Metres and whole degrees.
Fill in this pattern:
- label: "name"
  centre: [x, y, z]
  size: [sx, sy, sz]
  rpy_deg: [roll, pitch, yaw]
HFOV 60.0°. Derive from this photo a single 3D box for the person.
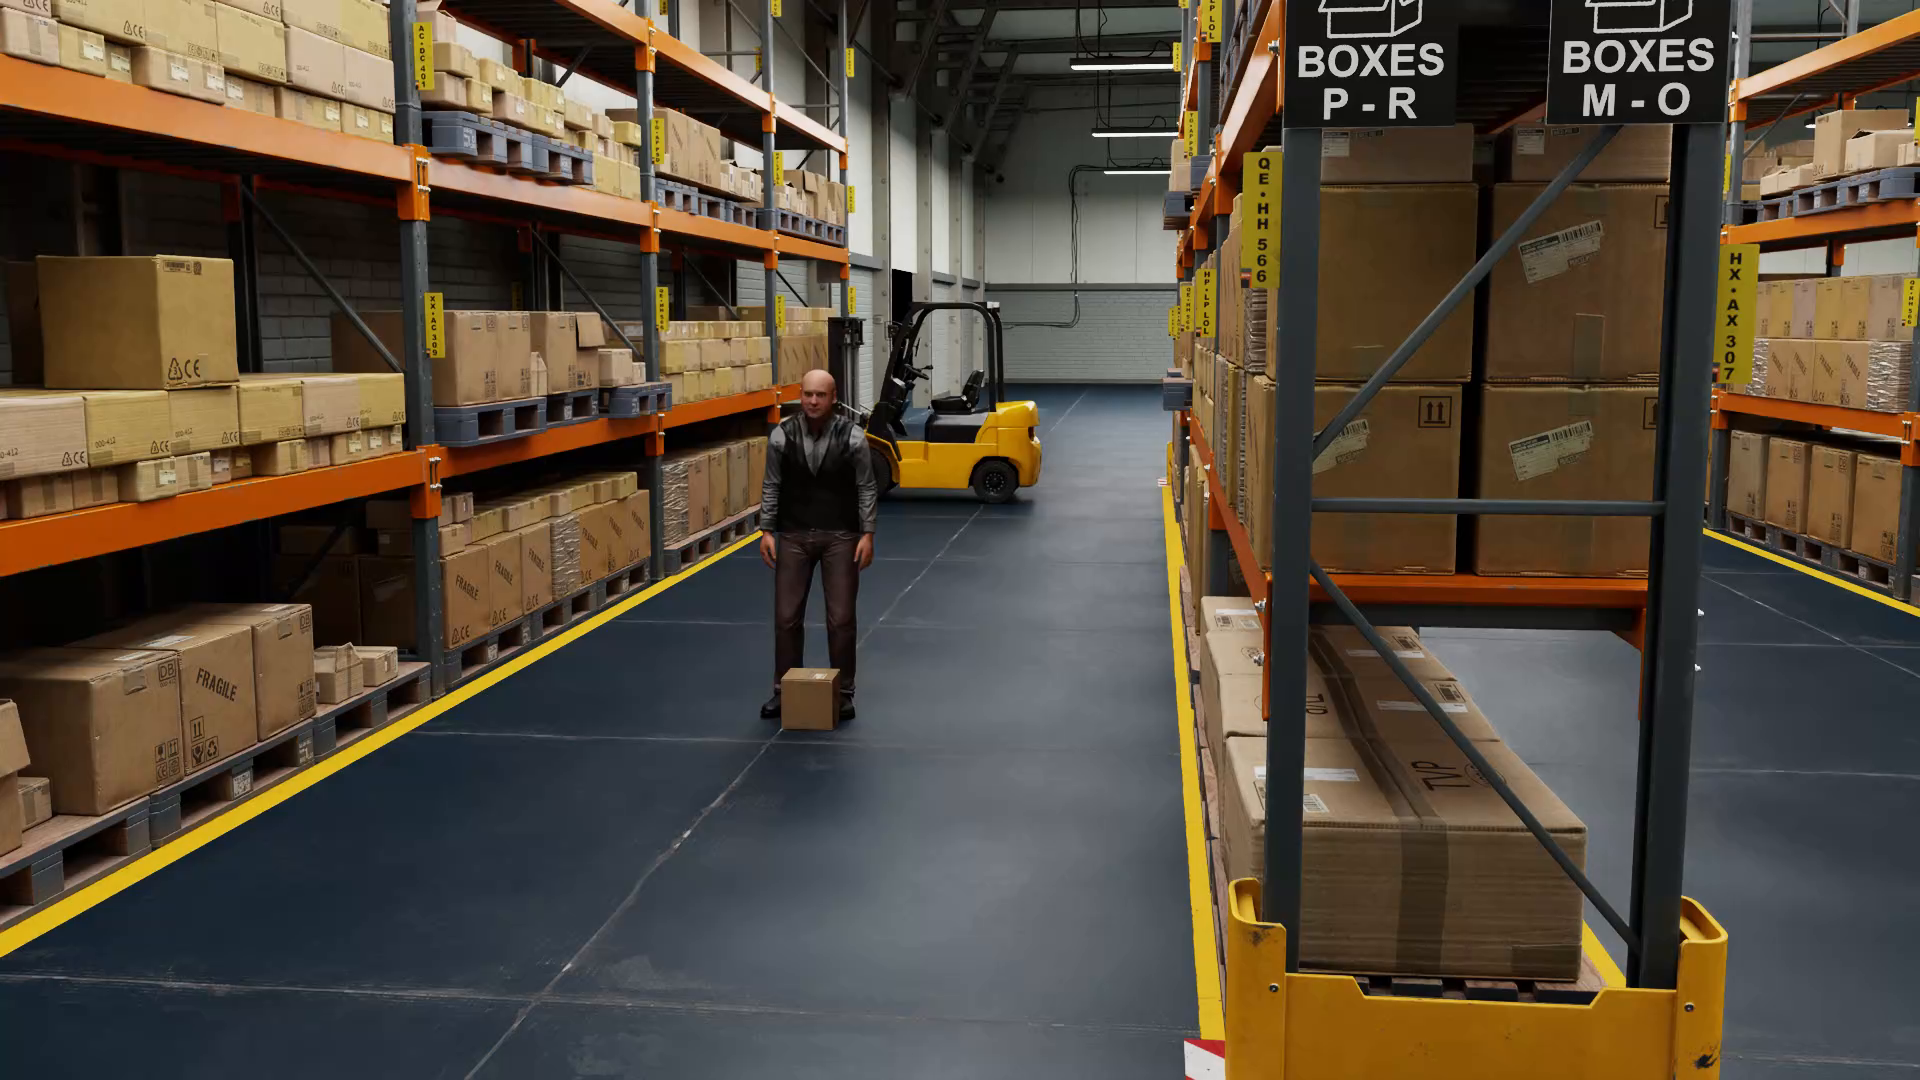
- label: "person"
  centre: [-0.706, 0.014, 8.280]
  size: [0.585, 1.720, 0.364]
  rpy_deg: [1, 8, 5]
